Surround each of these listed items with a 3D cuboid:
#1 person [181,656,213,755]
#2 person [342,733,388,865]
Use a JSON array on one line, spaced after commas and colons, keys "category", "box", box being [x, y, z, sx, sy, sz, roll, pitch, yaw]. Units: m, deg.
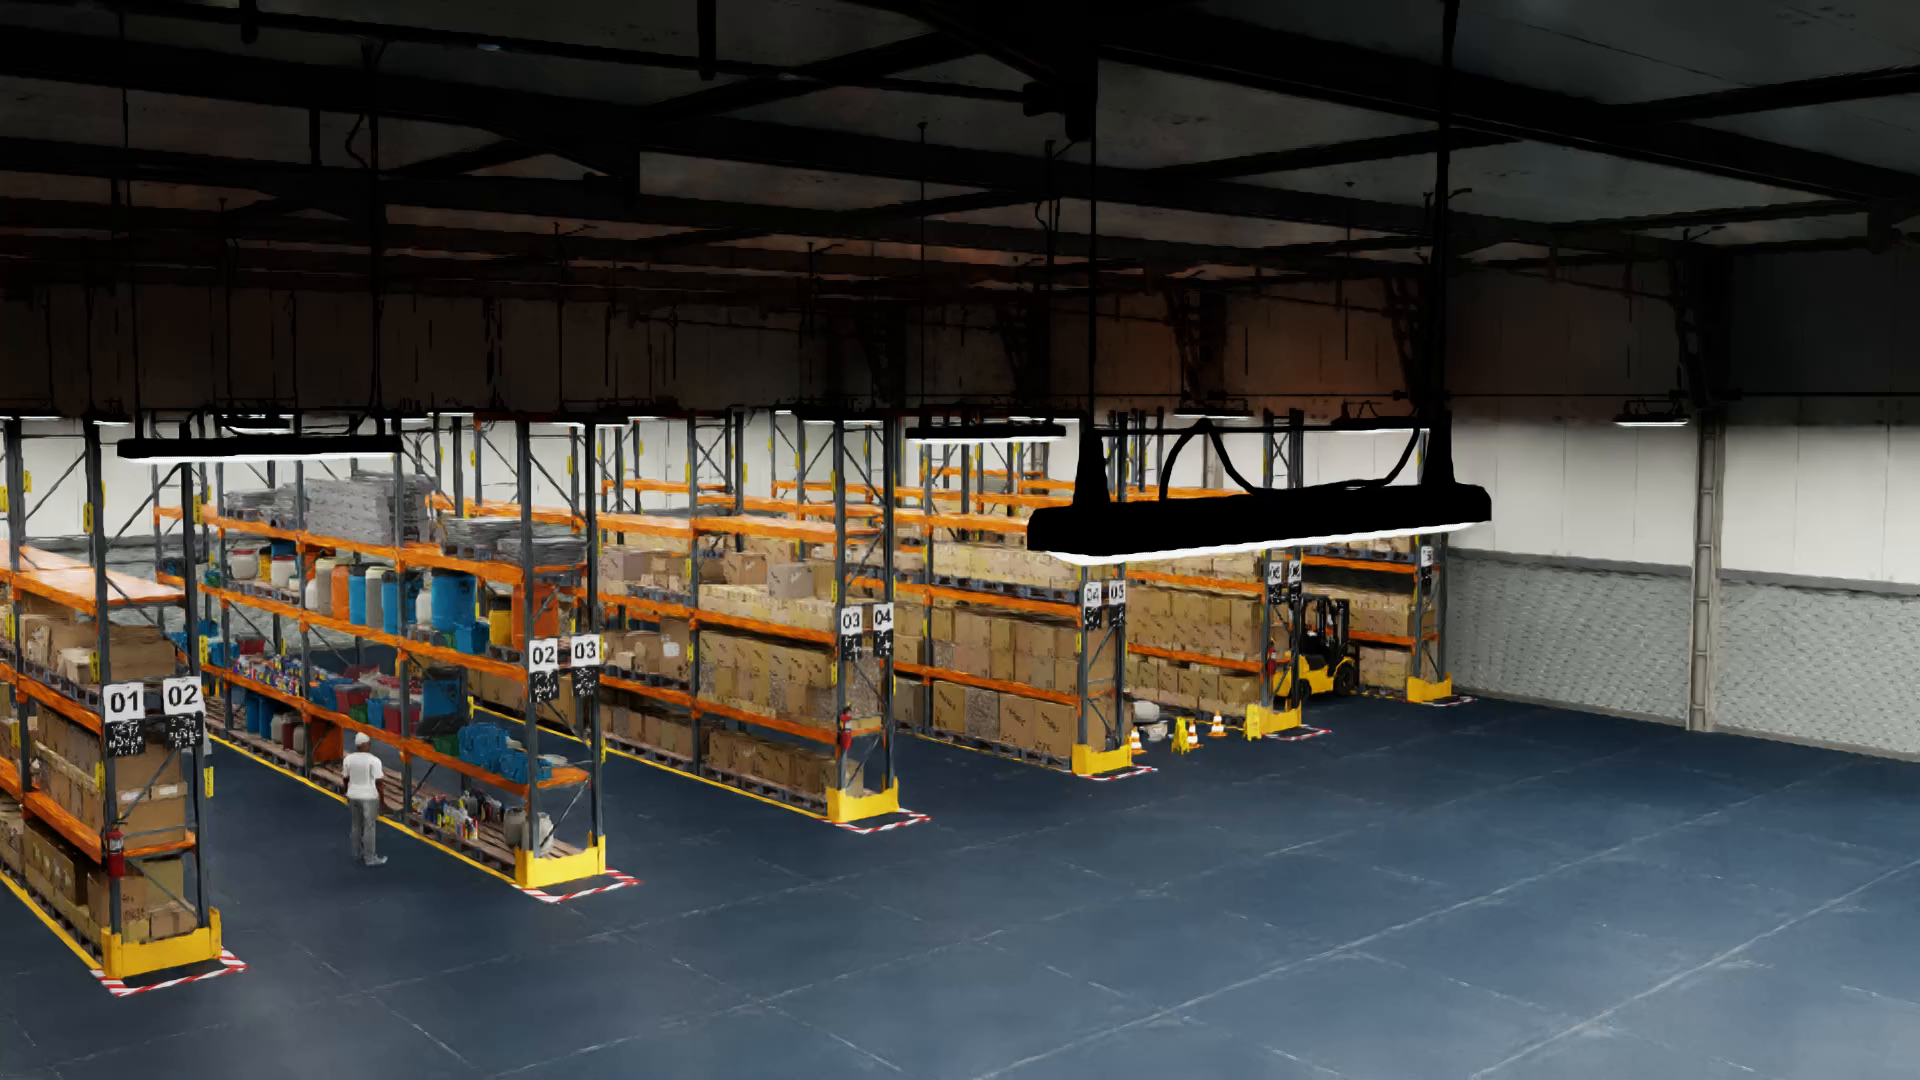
[{"category": "person", "box": [-13.468, 2.872, 29.111, 0.648, 1.772, 0.698, -2, 5, -23]}, {"category": "person", "box": [-8.008, 3.467, 22.428, 0.632, 1.762, 0.447, 2, 5, 17]}]
